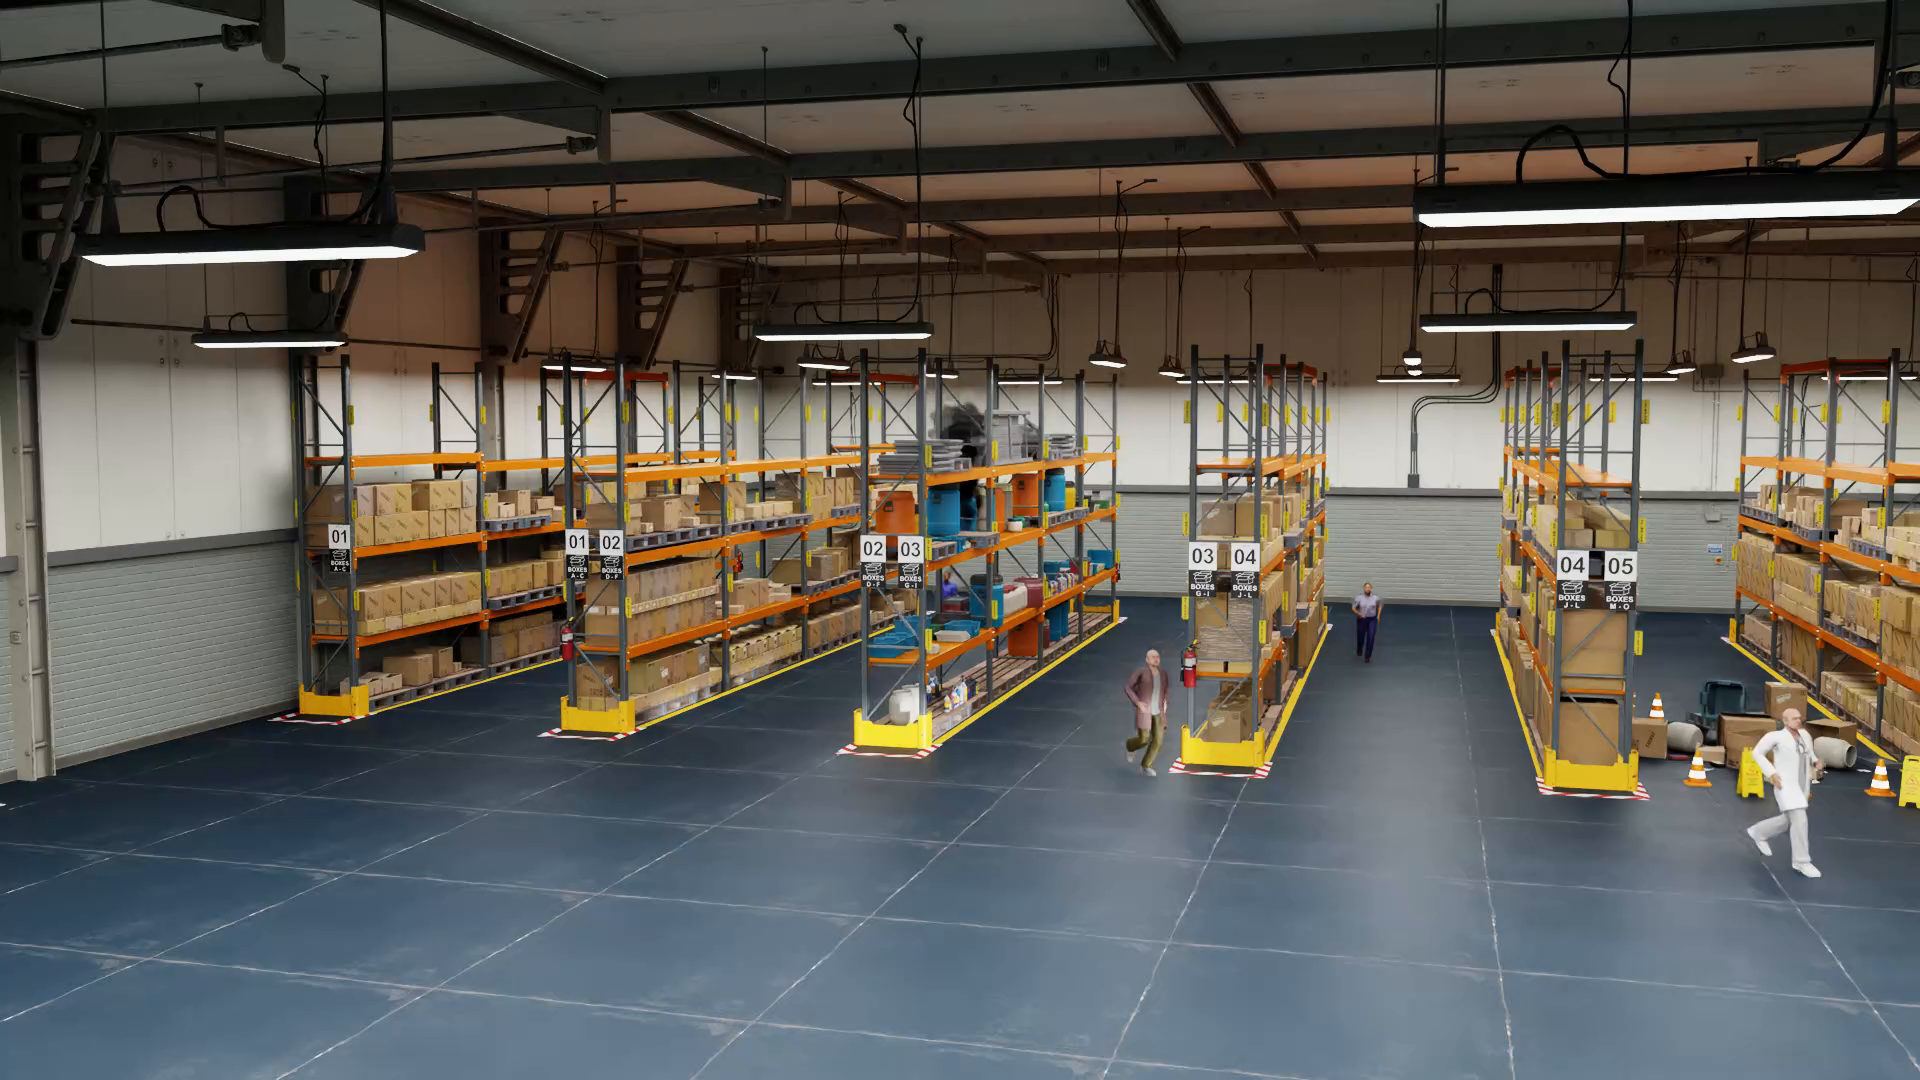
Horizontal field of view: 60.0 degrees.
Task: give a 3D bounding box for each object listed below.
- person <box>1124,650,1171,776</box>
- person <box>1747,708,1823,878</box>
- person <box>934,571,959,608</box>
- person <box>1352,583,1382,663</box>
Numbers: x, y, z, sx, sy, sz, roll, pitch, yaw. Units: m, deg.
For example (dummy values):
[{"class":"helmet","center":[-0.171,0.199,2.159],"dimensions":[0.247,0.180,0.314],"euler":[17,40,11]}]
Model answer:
[{"class":"person","center":[2.647,2.393,23.300],"dimensions":[0.736,1.725,0.744],"euler":[-2,5,-22]},{"class":"person","center":[9.156,2.739,18.380],"dimensions":[0.693,1.792,0.972],"euler":[-2,5,-23]},{"class":"person","center":[-0.308,1.484,36.162],"dimensions":[0.584,1.613,0.724],"euler":[1,4,10]},{"class":"person","center":[8.270,1.667,33.794],"dimensions":[0.610,1.609,0.668],"euler":[1,4,8]}]
